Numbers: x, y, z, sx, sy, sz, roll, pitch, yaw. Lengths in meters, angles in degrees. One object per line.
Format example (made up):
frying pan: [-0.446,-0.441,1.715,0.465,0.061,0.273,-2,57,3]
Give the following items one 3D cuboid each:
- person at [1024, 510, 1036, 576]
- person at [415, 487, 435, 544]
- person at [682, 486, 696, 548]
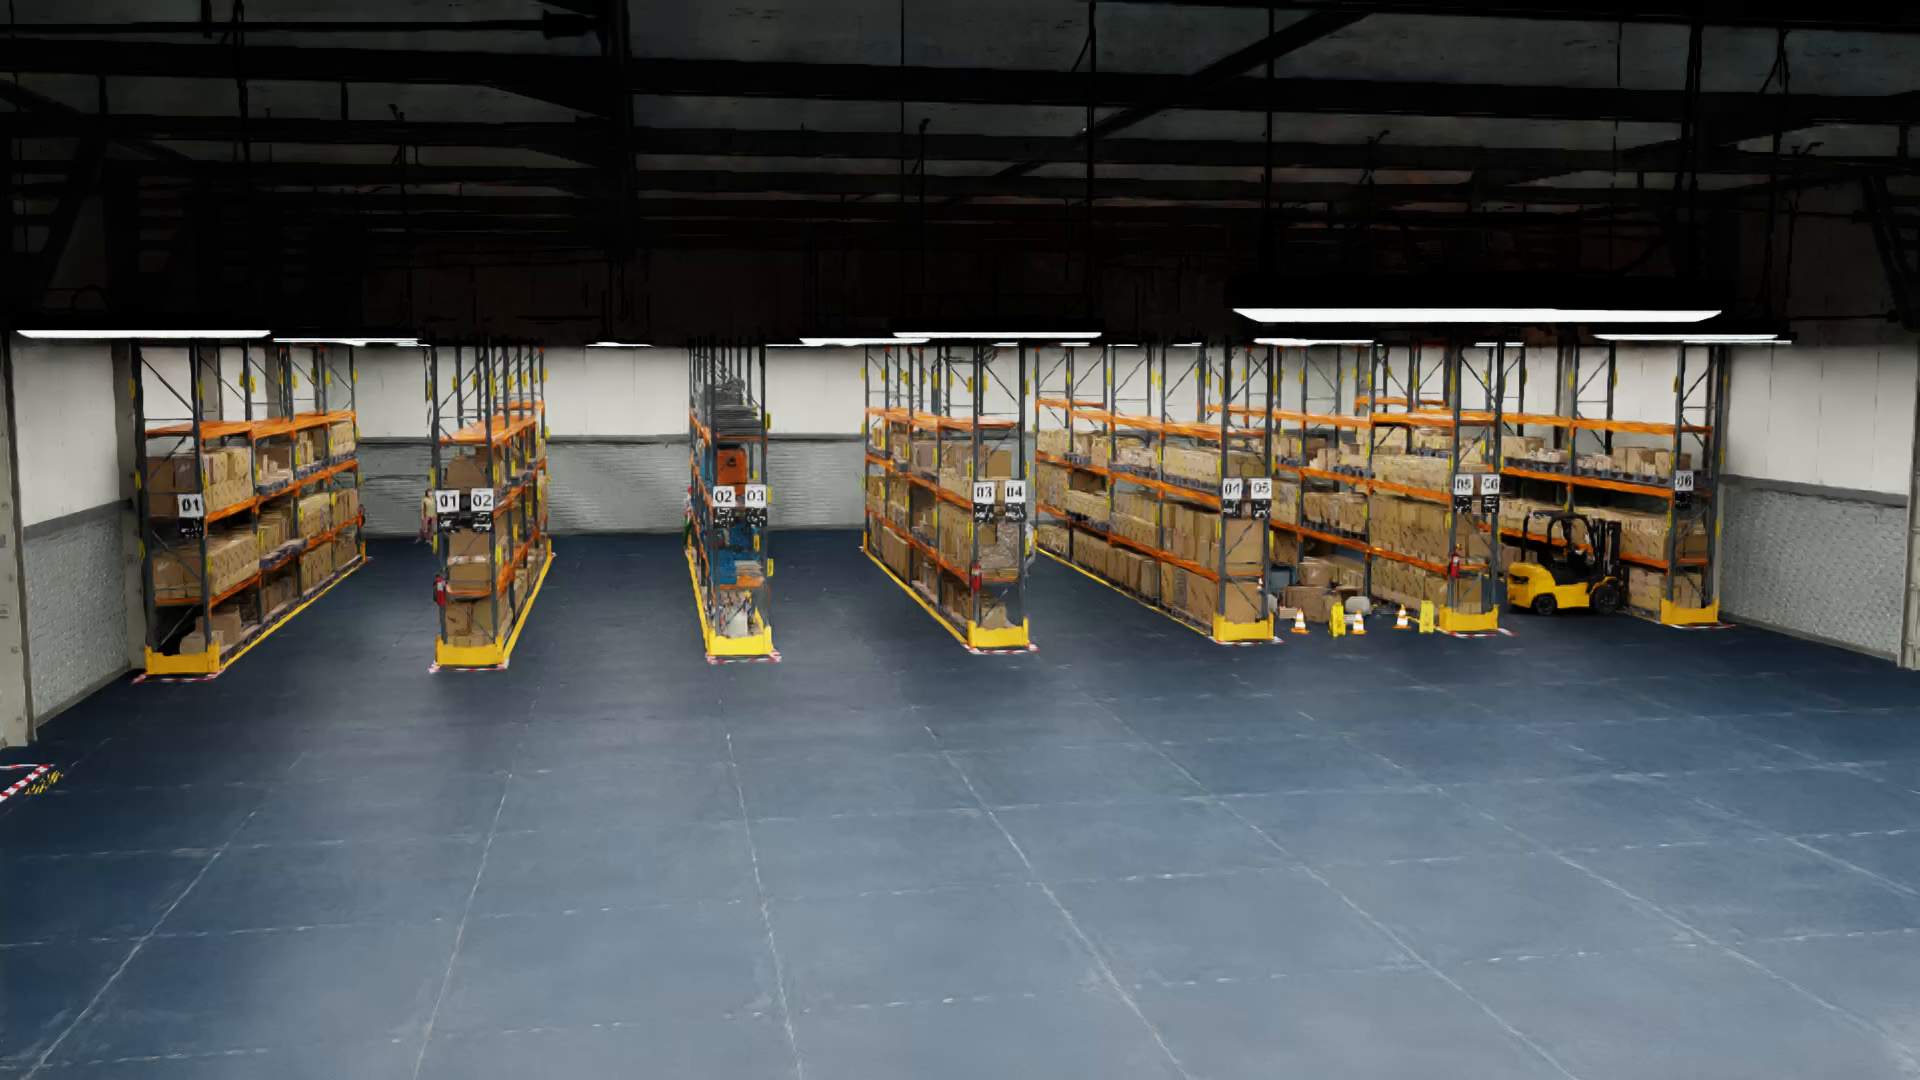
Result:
person: [1.641,0.086,41.972,0.414,1.675,0.517,-5,8,-38]
person: [-15.756,-0.717,48.974,0.475,1.665,0.626,5,8,39]
person: [-7.716,-0.670,47.960,0.529,1.785,0.715,3,7,26]
